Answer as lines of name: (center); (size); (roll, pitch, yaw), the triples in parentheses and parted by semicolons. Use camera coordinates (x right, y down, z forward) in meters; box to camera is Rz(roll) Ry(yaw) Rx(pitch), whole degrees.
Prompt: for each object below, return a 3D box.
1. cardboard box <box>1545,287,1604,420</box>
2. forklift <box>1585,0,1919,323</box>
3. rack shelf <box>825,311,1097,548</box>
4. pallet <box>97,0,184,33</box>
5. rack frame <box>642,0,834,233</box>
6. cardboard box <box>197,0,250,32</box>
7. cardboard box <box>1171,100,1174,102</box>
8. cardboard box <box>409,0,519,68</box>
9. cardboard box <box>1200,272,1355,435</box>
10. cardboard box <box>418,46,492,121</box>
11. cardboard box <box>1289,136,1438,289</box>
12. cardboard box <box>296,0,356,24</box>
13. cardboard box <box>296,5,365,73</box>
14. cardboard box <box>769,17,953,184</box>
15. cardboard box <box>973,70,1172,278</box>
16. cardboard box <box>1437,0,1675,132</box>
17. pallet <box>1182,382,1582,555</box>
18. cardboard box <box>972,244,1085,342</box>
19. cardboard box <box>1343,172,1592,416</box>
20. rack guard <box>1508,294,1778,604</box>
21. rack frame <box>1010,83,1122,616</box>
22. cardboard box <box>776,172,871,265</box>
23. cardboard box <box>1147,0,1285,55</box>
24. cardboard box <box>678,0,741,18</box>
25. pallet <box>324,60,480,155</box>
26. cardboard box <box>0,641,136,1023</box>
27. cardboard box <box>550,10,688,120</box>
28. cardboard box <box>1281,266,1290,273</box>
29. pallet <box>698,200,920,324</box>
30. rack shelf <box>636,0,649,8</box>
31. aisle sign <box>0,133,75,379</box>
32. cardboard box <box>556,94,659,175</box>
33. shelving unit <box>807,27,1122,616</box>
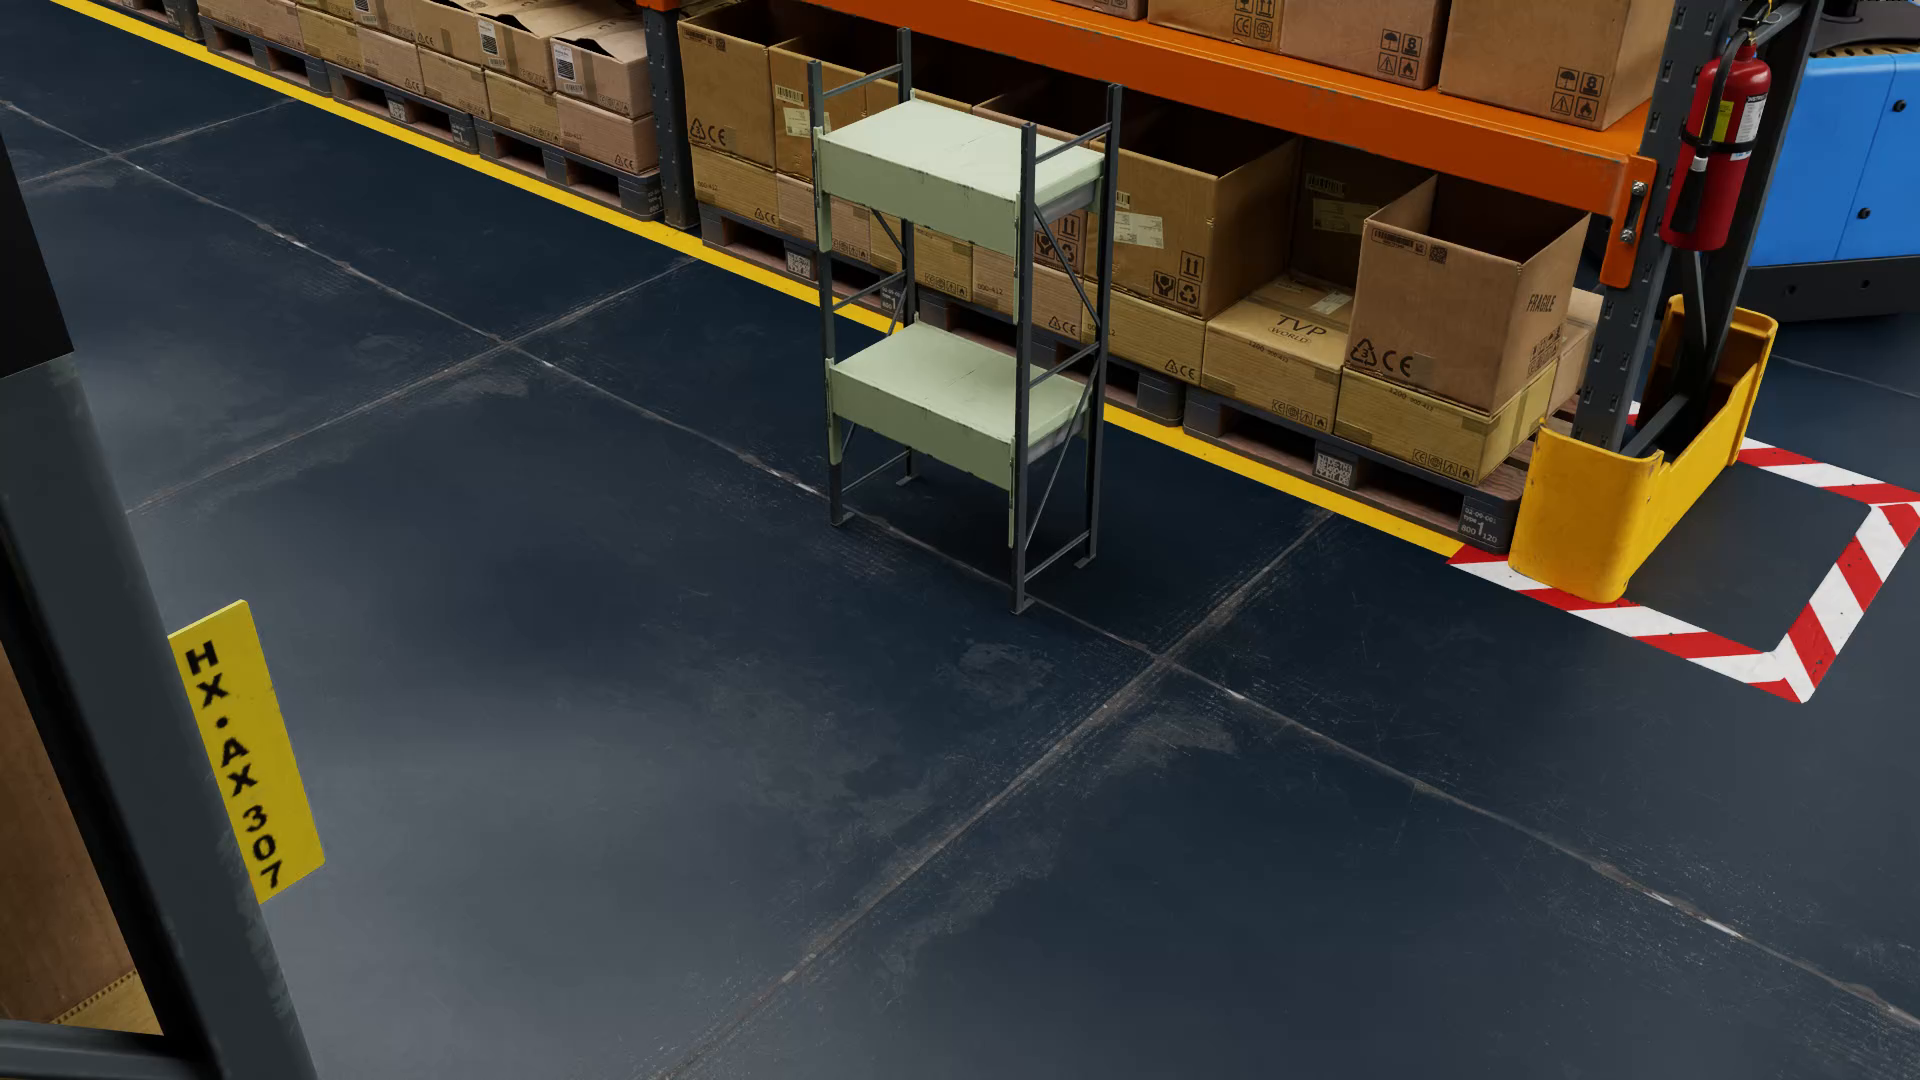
cardboard box: (1.885, -0.686, 5.658); (0.500, 0.250, 0.500); (25, 42, 32)
forklift: (3.031, -2.835, 6.790); (1.130, 2.935, 3.031); (-5, 35, -8)
rack shelf: (0.005, -0.347, 5.006); (0.720, 0.370, 0.431); (25, 42, 32)
pallet: (-4.543, -3.391, 10.001); (1.213, 0.211, 1.003); (25, 42, 32)
rack frame: (-0.919, -2.805, 6.684); (0.127, 3.000, 1.000); (25, 42, 32)
cardboard box: (-3.779, -2.976, 8.991); (0.500, 0.250, 0.500); (25, 42, 32)
cardboard box: (0.734, -1.540, 6.238); (0.500, 0.500, 0.500); (25, 42, 32)
cardboard box: (-2.200, -2.465, 7.752); (0.500, 0.311, 0.500); (25, 42, 32)
cardboard box: (1.162, -0.637, 5.586); (0.500, 0.250, 0.500); (25, 42, 32)
cardboard box: (-2.205, -2.237, 7.916); (0.500, 0.250, 0.500); (26, 42, 33)
cardboard box: (1.499, -1.176, 5.708); (0.500, 0.500, 0.500); (25, 42, 32)
cardboard box: (-2.979, -2.834, 8.290); (0.500, 0.311, 0.500); (24, 41, 31)
cardboard box: (-2.989, -2.608, 8.456); (0.500, 0.250, 0.500); (24, 41, 31)
cardboard box: (-0.374, -1.671, 6.430); (0.500, 0.500, 0.500); (25, 42, 32)
cardboard box: (0.391, -1.307, 5.899); (0.500, 0.500, 0.500); (25, 42, 32)
cardboard box: (1.804, -1.572, 4.800); (0.500, 0.500, 0.700); (25, 42, 32)
pallet: (1.540, -0.465, 5.741); (1.213, 0.211, 1.003); (25, 42, 32)
cardboard box: (0.393, -0.999, 6.113); (0.500, 0.250, 0.500); (25, 42, 32)
cardboard box: (1.552, -0.769, 5.116); (0.500, 0.500, 0.500); (25, 42, 32)
rack guard: (2.173, -0.317, 5.269); (0.348, 0.500, 1.175); (25, 42, 32)
rack frame: (0.286, -0.483, 4.629); (0.023, 1.500, 0.400); (25, 42, 32)
cardboard box: (-0.376, -1.361, 6.640); (0.500, 0.250, 0.500); (25, 42, 32)
cardboard box: (1.020, -1.942, 5.340); (0.500, 0.500, 0.700); (26, 42, 32)
cardboard box: (-1.078, -2.333, 7.561); (0.500, 0.311, 0.500); (25, 42, 32)
pallet: (-2.452, -2.347, 8.481); (1.213, 0.211, 1.003); (25, 42, 32)
cardboard box: (-1.186, 0.242, 1.701); (0.500, 0.500, 0.500); (25, 42, 32)
cardboard box: (-1.414, -2.097, 7.217); (0.500, 0.311, 0.500); (25, 42, 32)
cardboard box: (1.114, -1.047, 6.183); (0.500, 0.250, 0.500); (25, 42, 32)
pallet: (-0.335, -1.349, 7.027); (1.213, 0.211, 1.003); (25, 42, 32)
rack shelf: (-2.456, -3.232, 7.943); (4.000, 0.370, 1.077); (25, 42, 32)
aisle sign: (-0.765, -0.375, 0.850); (0.004, 0.787, 0.394); (25, 42, 32)
cardboard box: (-1.423, -1.868, 7.379); (0.500, 0.250, 0.500); (25, 42, 31)
shelving unit: (0.005, -0.616, 4.822); (0.755, 1.500, 0.431); (25, 42, 32)
